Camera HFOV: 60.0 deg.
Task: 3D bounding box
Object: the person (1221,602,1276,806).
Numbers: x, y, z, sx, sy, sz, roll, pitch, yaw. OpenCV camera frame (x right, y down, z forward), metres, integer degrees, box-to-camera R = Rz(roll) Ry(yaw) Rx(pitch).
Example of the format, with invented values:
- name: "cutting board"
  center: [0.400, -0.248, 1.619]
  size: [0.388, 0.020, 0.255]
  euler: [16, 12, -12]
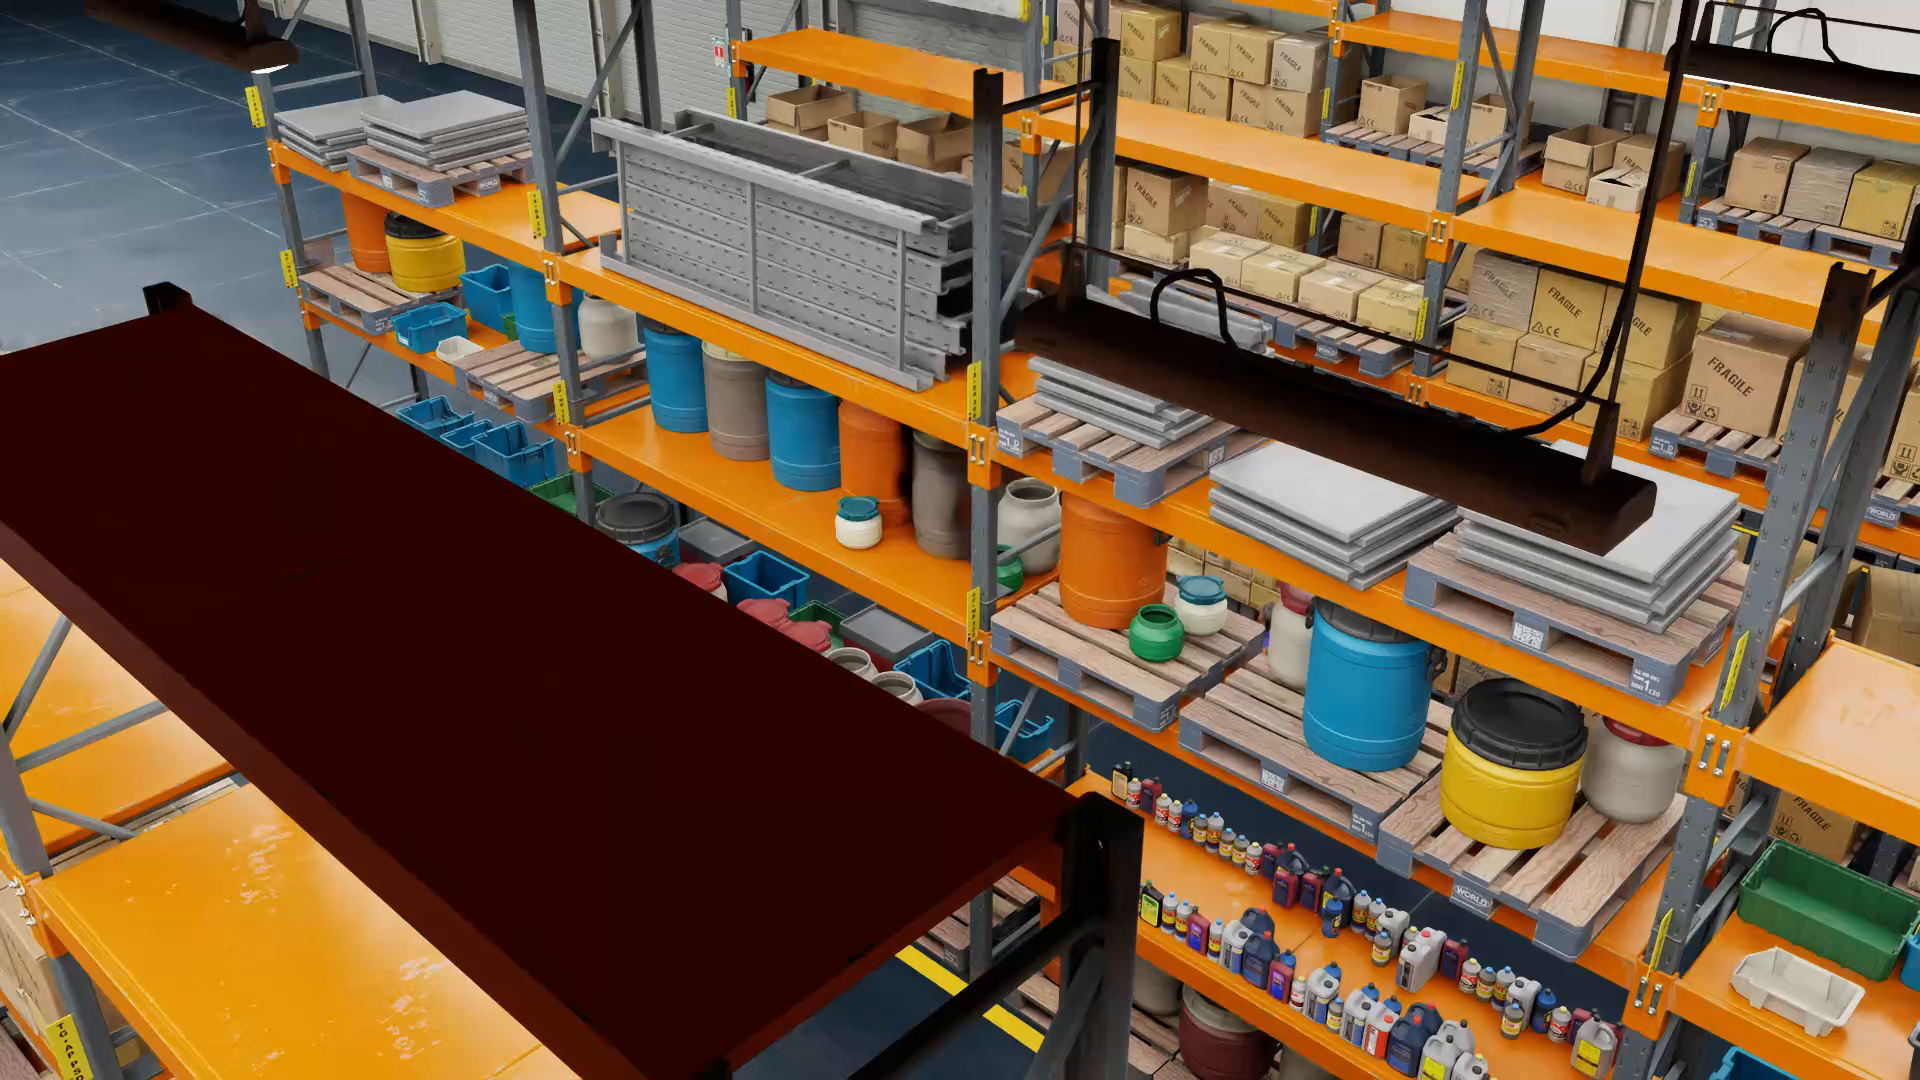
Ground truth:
- name: "person"
  center: [2.176, 1.177, 11.926]
  size: [0.586, 1.654, 0.601]
  euler: [-25, 38, -37]
